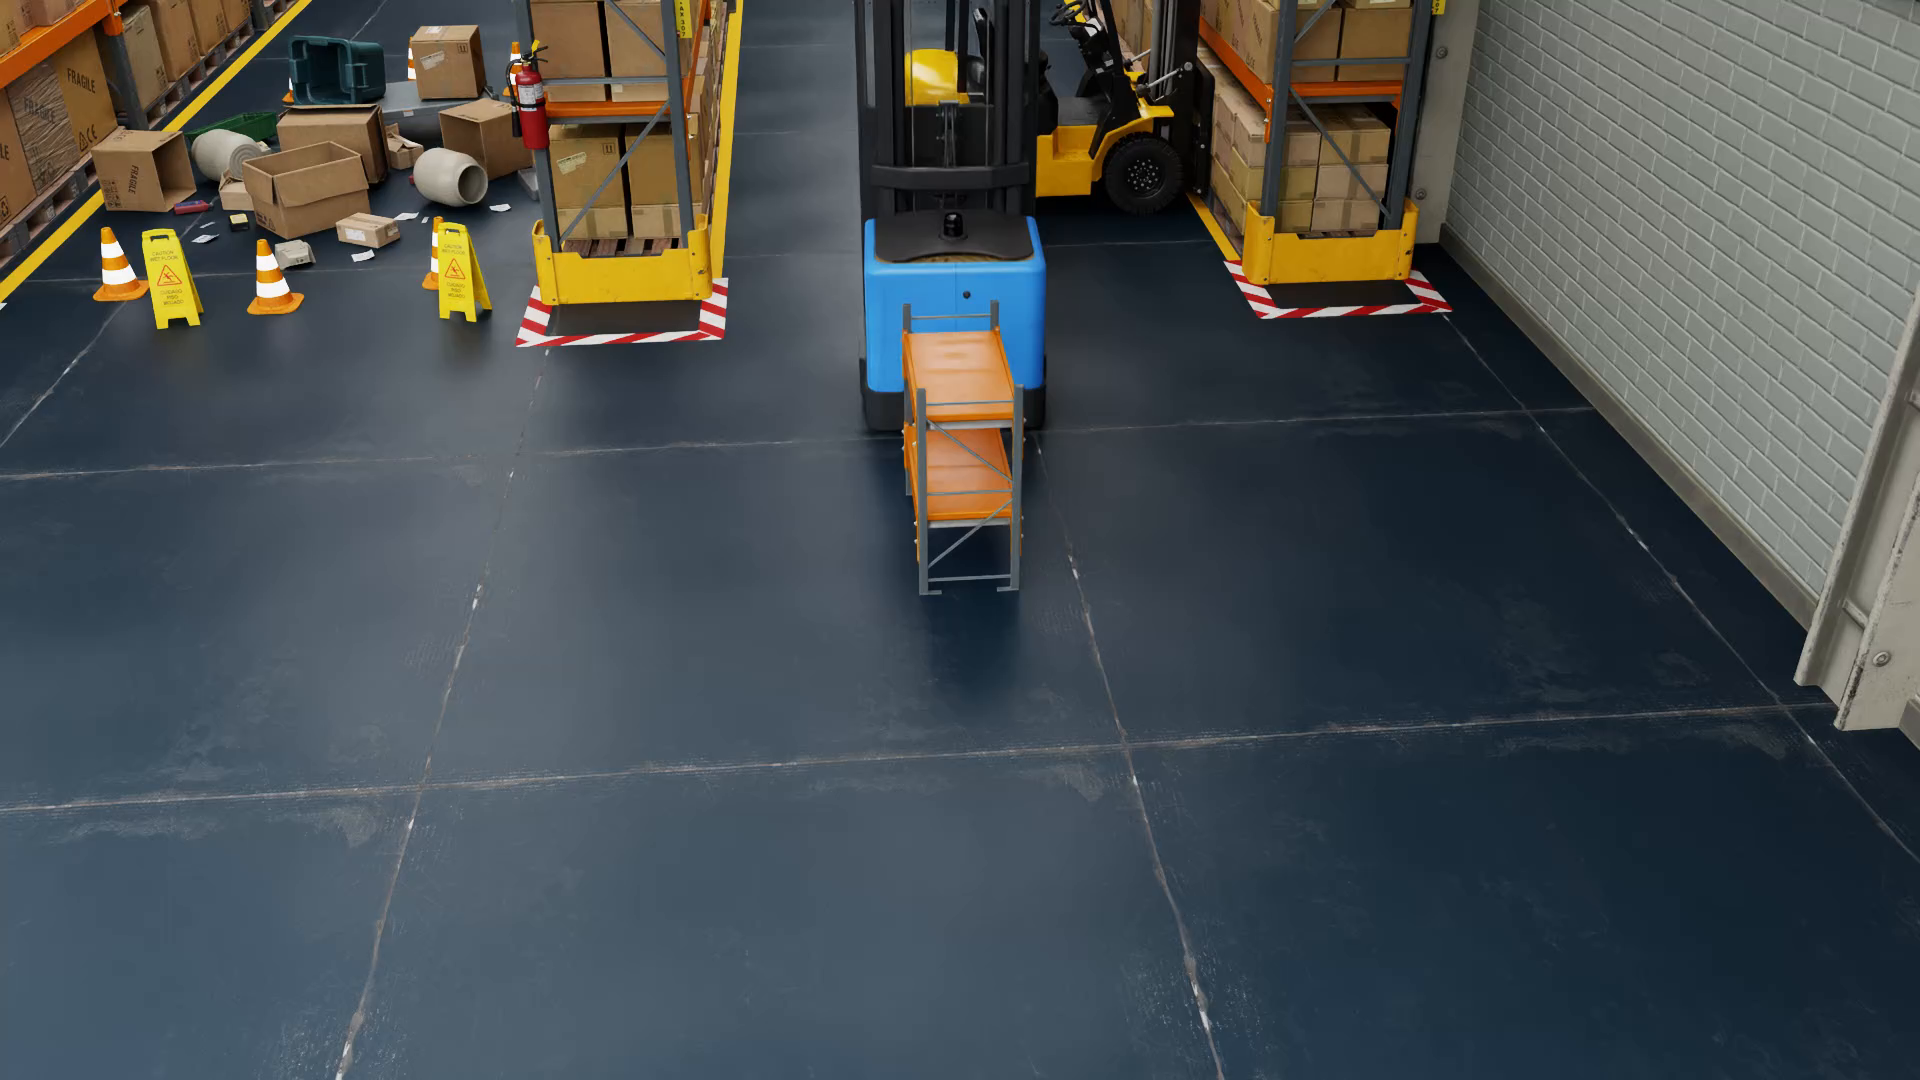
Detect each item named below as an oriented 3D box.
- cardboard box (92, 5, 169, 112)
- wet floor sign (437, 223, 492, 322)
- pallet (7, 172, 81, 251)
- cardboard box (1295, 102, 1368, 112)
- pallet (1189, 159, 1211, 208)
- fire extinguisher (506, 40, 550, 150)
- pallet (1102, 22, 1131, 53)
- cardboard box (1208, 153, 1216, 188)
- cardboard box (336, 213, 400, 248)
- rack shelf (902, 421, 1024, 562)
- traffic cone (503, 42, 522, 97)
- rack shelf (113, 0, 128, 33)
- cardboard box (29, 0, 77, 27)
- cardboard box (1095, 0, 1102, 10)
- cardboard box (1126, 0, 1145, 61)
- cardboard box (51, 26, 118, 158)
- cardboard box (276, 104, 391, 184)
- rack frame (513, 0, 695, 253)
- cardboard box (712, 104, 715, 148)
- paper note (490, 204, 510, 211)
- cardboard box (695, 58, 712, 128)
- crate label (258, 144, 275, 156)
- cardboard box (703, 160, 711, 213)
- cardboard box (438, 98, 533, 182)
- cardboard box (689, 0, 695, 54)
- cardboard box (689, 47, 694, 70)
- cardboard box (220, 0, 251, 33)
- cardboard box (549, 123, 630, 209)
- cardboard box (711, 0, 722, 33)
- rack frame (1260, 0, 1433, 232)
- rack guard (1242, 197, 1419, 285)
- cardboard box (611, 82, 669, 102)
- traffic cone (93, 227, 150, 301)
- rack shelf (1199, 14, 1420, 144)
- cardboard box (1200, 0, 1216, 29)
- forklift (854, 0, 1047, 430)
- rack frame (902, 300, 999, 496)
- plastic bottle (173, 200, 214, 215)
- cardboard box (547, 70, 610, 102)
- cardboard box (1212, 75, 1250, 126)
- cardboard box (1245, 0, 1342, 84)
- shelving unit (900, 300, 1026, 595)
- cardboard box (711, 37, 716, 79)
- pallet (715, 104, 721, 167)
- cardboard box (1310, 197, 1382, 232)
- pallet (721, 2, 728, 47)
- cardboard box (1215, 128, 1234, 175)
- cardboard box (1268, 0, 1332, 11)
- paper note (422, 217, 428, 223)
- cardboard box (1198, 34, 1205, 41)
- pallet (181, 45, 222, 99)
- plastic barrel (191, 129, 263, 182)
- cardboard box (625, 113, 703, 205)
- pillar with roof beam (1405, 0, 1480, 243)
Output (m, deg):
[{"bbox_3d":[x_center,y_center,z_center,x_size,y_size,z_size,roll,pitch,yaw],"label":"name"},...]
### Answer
[{"bbox_3d":[-7.757,-4.260,14.742,1.050,0.750,0.750,-3,31,-5],"label":"cardboard box"},{"bbox_3d":[-3.364,-1.821,11.169,0.267,0.644,0.232,8,32,13],"label":"wet floor sign"},{"bbox_3d":[-7.499,-2.520,12.763,1.003,0.211,1.213,-3,31,-5],"label":"pallet"},{"bbox_3d":[2.718,-3.158,12.409,0.500,0.250,0.500,-3,31,-5],"label":"cardboard box"},{"bbox_3d":[2.401,-3.032,13.621,1.003,0.211,1.213,-3,31,-5],"label":"pallet"},{"bbox_3d":[-2.765,-2.866,10.699,0.296,0.674,0.183,-3,31,-5],"label":"fire extinguisher"},{"bbox_3d":[2.026,-5.063,17.021,1.003,0.211,1.213,-3,31,-5],"label":"pallet"},{"bbox_3d":[2.192,-2.954,13.043,0.500,0.250,0.500,-2,31,-4],"label":"cardboard box"},{"bbox_3d":[-4.450,-2.328,12.502,0.380,0.149,0.250,13,33,21],"label":"cardboard box"},{"bbox_3d":[-0.001,-0.276,8.593,0.538,0.278,1.000,-3,31,-5],"label":"rack shelf"},{"bbox_3d":[-4.200,-4.499,15.831,0.336,0.463,0.334,-3,31,-5],"label":"traffic cone"},{"bbox_3d":[-7.796,-5.446,15.643,1.077,0.370,4.000,-3,31,-5],"label":"rack shelf"},{"bbox_3d":[-7.489,-4.330,12.928,0.875,0.550,0.550,-3,31,-5],"label":"cardboard box"},{"bbox_3d":[1.922,-6.146,18.020,0.875,0.625,0.625,-2,31,-3],"label":"cardboard box"},{"bbox_3d":[2.126,-5.085,16.244,0.875,0.625,0.625,-3,31,-5],"label":"cardboard box"},{"bbox_3d":[-7.620,-3.677,13.643,0.875,0.875,0.875,-2,31,-4],"label":"cardboard box"},{"bbox_3d":[-5.097,-3.219,13.516,0.797,0.637,0.503,-3,31,-5],"label":"cardboard box"},{"bbox_3d":[-2.317,-2.980,10.814,1.000,3.000,0.127,-3,31,-5],"label":"rack frame"},{"bbox_3d":[-2.308,-3.461,13.892,0.500,0.250,0.500,-4,31,-6],"label":"cardboard box"},{"bbox_3d":[-3.625,-2.626,13.117,0.142,0.019,0.148,-14,33,-22],"label":"paper note"},{"bbox_3d":[-2.270,-3.535,13.283,0.500,0.500,0.500,-1,31,-2],"label":"cardboard box"},{"bbox_3d":[-5.952,-3.240,14.040,0.250,0.136,0.298,27,40,37],"label":"crate label"},{"bbox_3d":[-2.157,-2.666,12.560,0.500,0.250,0.500,-2,31,-3],"label":"cardboard box"},{"bbox_3d":[-3.945,-3.338,13.848,0.500,0.500,0.500,20,36,29],"label":"cardboard box"},{"bbox_3d":[-2.137,-3.670,11.581,0.500,0.500,0.500,-2,31,-3],"label":"cardboard box"},{"bbox_3d":[-2.102,-3.455,11.853,0.380,0.149,0.250,-2,31,-4],"label":"cardboard box"},{"bbox_3d":[-8.016,-5.675,17.110,1.050,0.750,0.750,-3,31,-5],"label":"cardboard box"},{"bbox_3d":[-2.651,-2.698,11.883,0.500,0.500,0.500,-3,31,-4],"label":"cardboard box"},{"bbox_3d":[-2.945,-5.451,17.104,0.950,0.372,0.625,-3,31,-6],"label":"cardboard box"},{"bbox_3d":[2.625,-3.220,11.215,1.000,3.000,0.127,-3,31,-5],"label":"rack frame"},{"bbox_3d":[2.627,-2.134,11.835,1.175,0.500,0.348,-3,31,-5],"label":"rack guard"},{"bbox_3d":[-2.143,-3.055,11.185,0.380,0.149,0.250,-3,31,-4],"label":"cardboard box"},{"bbox_3d":[-5.872,-1.941,11.549,0.336,0.463,0.334,-3,31,-5],"label":"traffic cone"},{"bbox_3d":[2.438,-3.932,13.109,1.077,0.370,4.000,-3,31,-5],"label":"rack shelf"},{"bbox_3d":[2.172,-4.284,12.900,0.500,0.500,0.500,-3,31,-4],"label":"cardboard box"},{"bbox_3d":[-0.086,-2.619,10.277,1.130,2.935,3.031,-1,31,-2],"label":"forklift"},{"bbox_3d":[-0.048,-0.746,8.902,0.500,1.125,0.032,-3,31,-5],"label":"rack frame"},{"bbox_3d":[-6.024,-2.621,13.078,0.283,0.061,0.133,-14,33,-22],"label":"plastic bottle"},{"bbox_3d":[-2.565,-3.053,11.181,0.380,0.149,0.250,-2,31,-3],"label":"cardboard box"},{"bbox_3d":[2.161,-3.386,12.791,0.500,0.250,0.500,-2,31,-4],"label":"cardboard box"},{"bbox_3d":[2.317,-3.501,11.589,0.500,0.500,0.500,-3,31,-6],"label":"cardboard box"},{"bbox_3d":[-0.001,-0.486,8.467,0.538,1.125,1.048,-3,31,-5],"label":"shelving unit"},{"bbox_3d":[-2.742,-4.342,15.247,0.950,0.372,0.625,-2,31,-4],"label":"cardboard box"},{"bbox_3d":[-2.593,-3.484,14.376,1.003,0.211,1.213,-3,31,-5],"label":"pallet"},{"bbox_3d":[2.774,-2.479,12.248,0.500,0.250,0.500,-3,31,-4],"label":"cardboard box"},{"bbox_3d":[-2.993,-5.468,17.699,1.003,0.211,1.213,-3,31,-5],"label":"pallet"},{"bbox_3d":[2.232,-2.924,12.505,0.500,0.250,0.500,-3,31,-5],"label":"cardboard box"},{"bbox_3d":[2.313,-3.705,11.297,0.380,0.149,0.250,-2,31,-4],"label":"cardboard box"},{"bbox_3d":[-4.148,-2.484,12.899,0.032,0.001,0.123,-3,31,-5],"label":"paper note"},{"bbox_3d":[2.022,-4.167,14.098,0.500,0.250,0.500,-3,31,-5],"label":"cardboard box"},{"bbox_3d":[-7.874,-4.551,16.163,1.003,0.211,1.213,-3,31,-5],"label":"pallet"},{"bbox_3d":[-5.976,-3.122,13.563,0.512,0.421,0.421,20,36,29],"label":"plastic barrel"},{"bbox_3d":[-2.120,-2.739,11.951,0.500,0.500,0.500,-4,31,-6],"label":"cardboard box"},{"bbox_3d":[-0.829,-5.987,9.999,9.100,9.000,0.400,-3,31,-5],"label":"pillar with roof beam"}]
